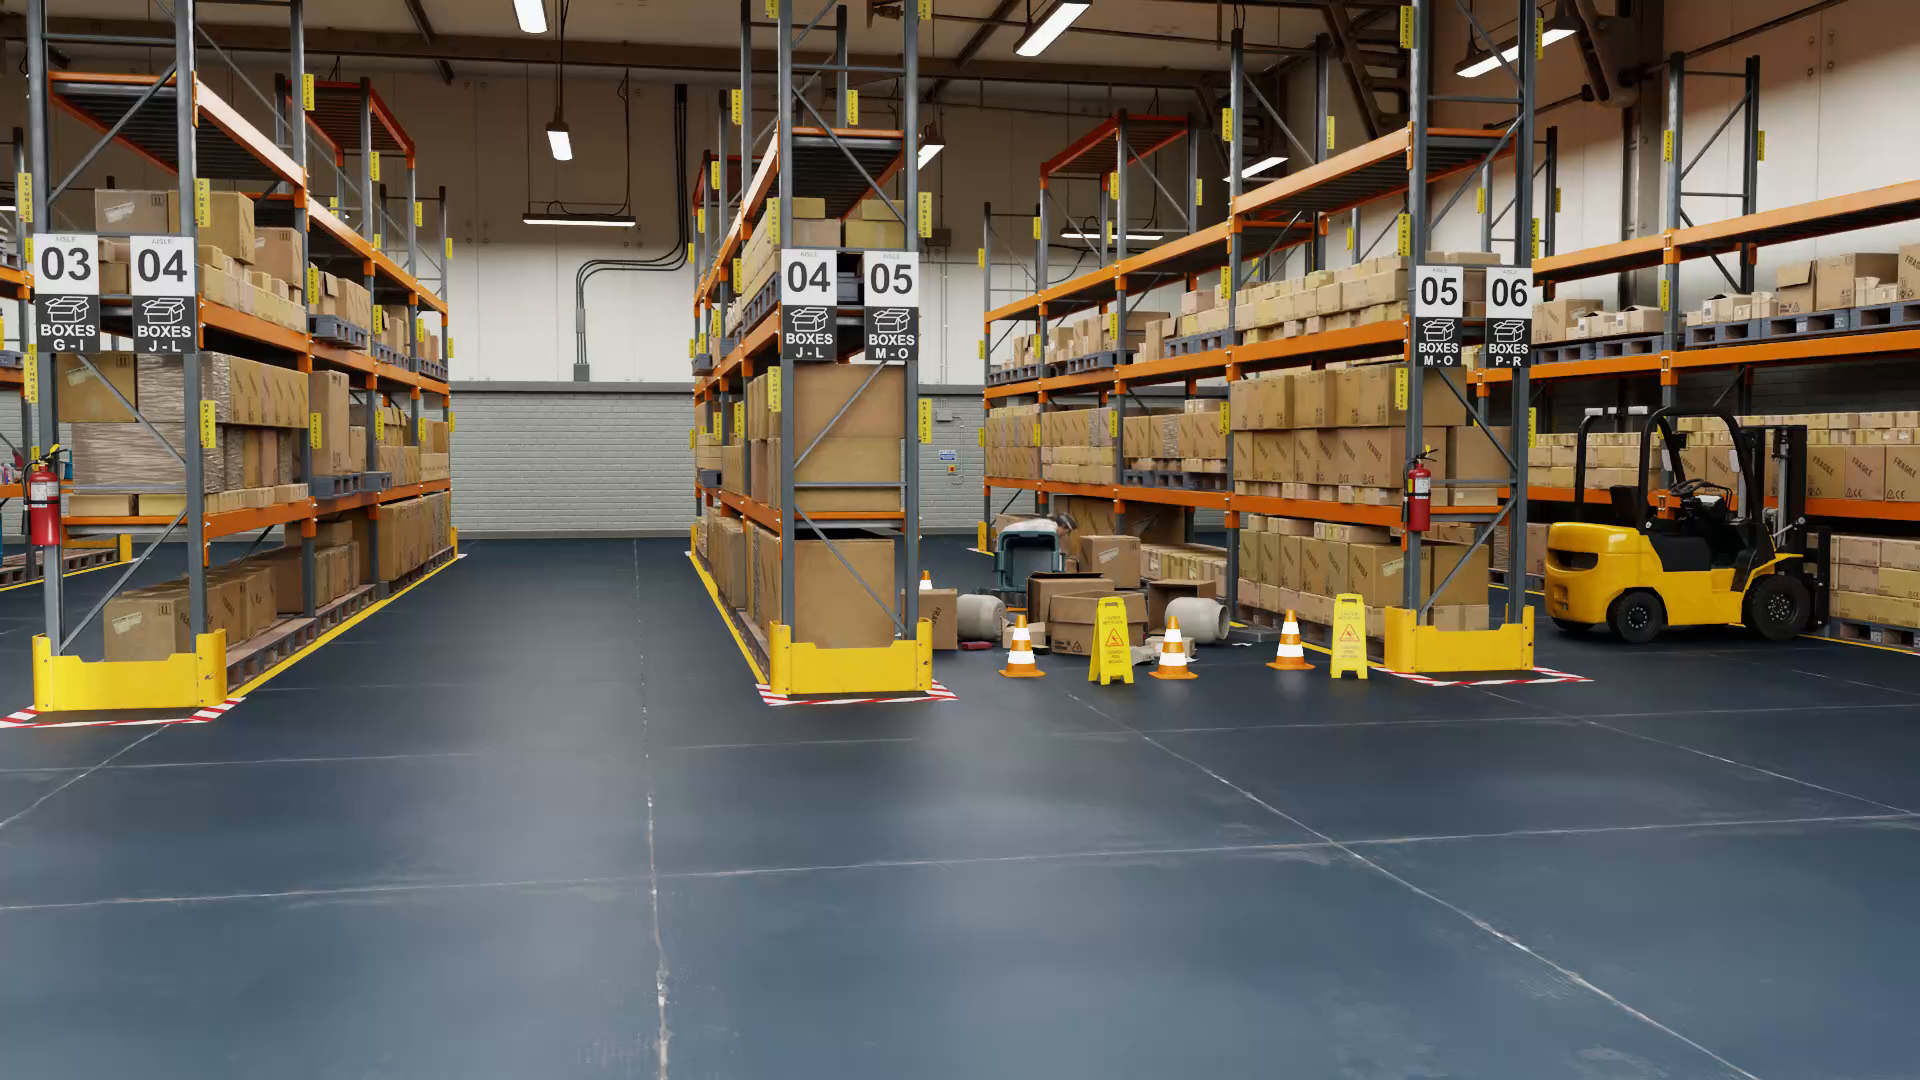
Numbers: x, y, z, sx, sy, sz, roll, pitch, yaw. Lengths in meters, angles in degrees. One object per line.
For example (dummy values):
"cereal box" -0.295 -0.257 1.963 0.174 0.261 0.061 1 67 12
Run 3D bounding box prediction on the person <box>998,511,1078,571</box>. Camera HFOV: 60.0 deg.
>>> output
"person" 0.879 0.223 18.448 0.919 1.076 0.460 -1 3 -14
